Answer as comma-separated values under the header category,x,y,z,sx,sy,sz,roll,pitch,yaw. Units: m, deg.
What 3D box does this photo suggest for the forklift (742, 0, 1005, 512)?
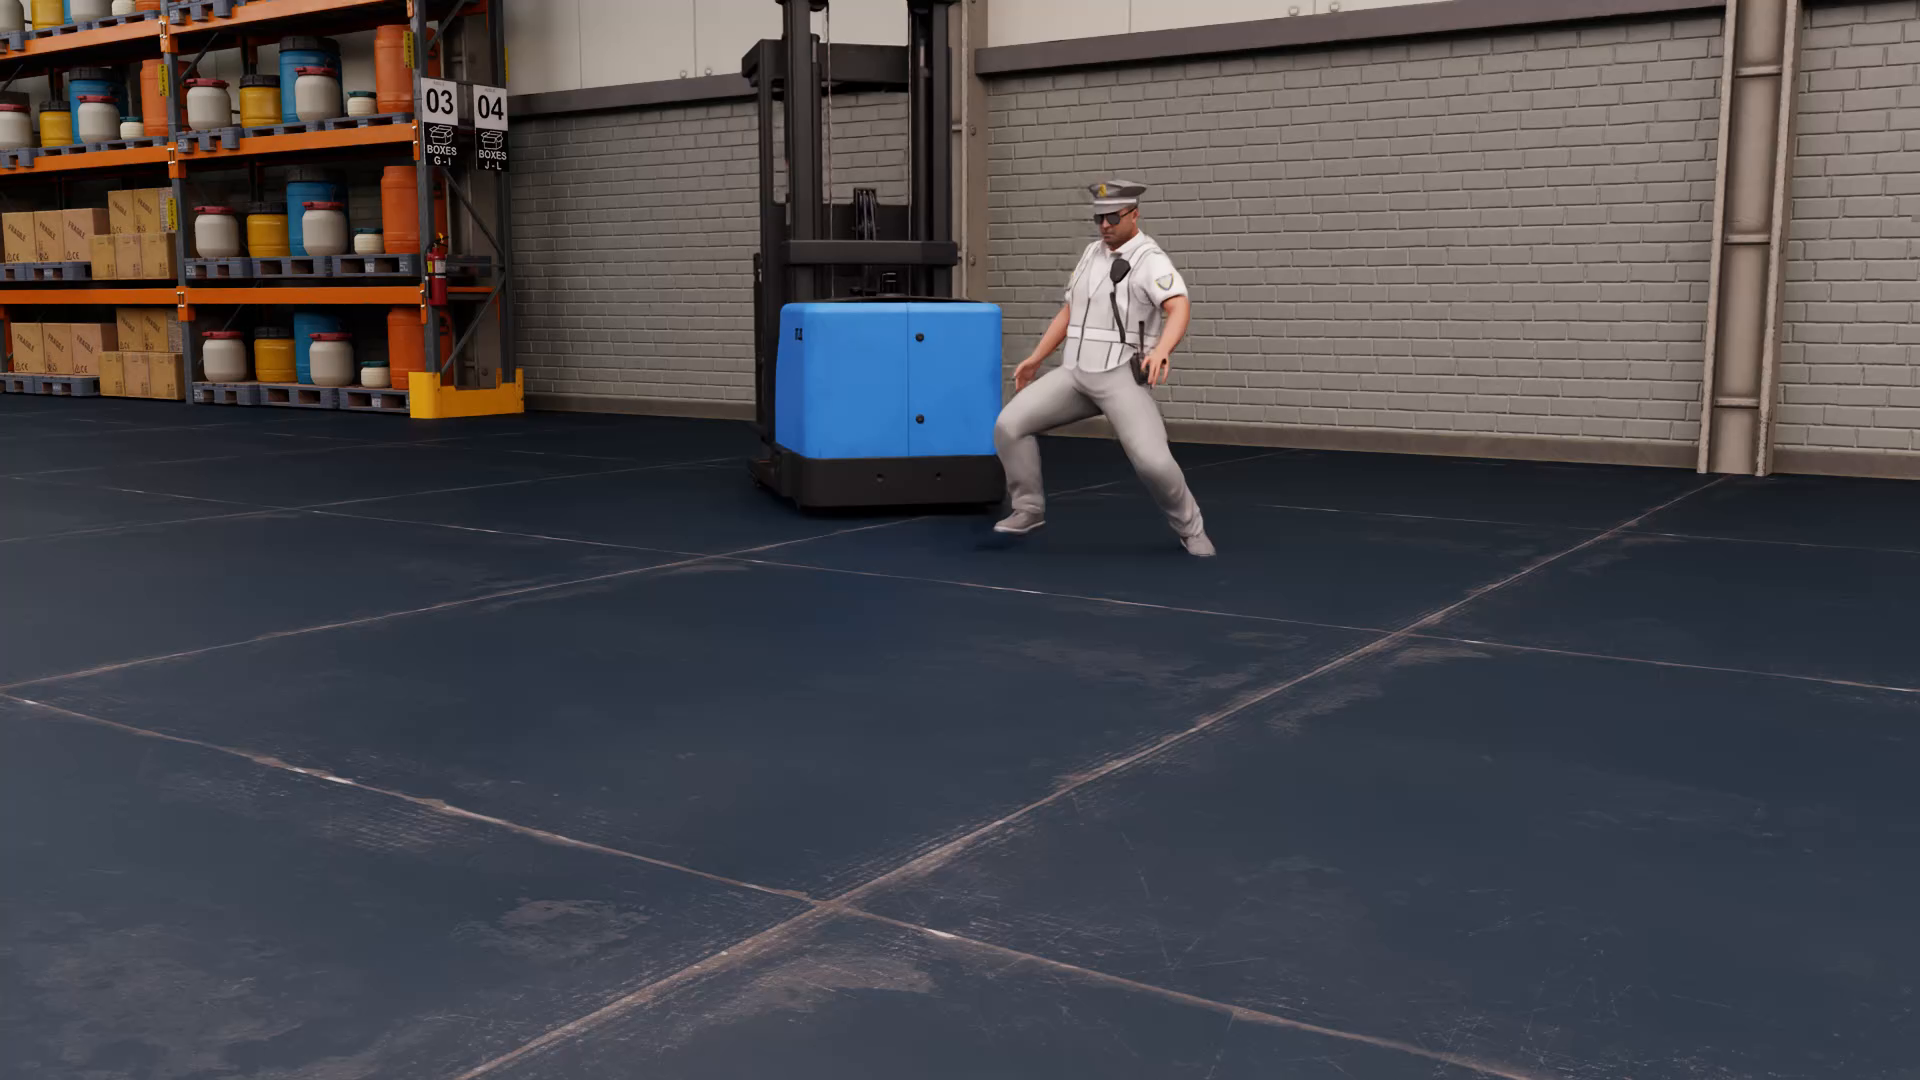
category,x,y,z,sx,sy,sz,roll,pitch,yaw
forklift,-0.645,-1.765,9.603,1.130,2.935,3.031,-2,8,-15

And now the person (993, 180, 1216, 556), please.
category,x,y,z,sx,sy,sz,roll,pitch,yaw
person,0.669,-0.734,7.216,0.726,1.628,0.971,-7,11,-41
